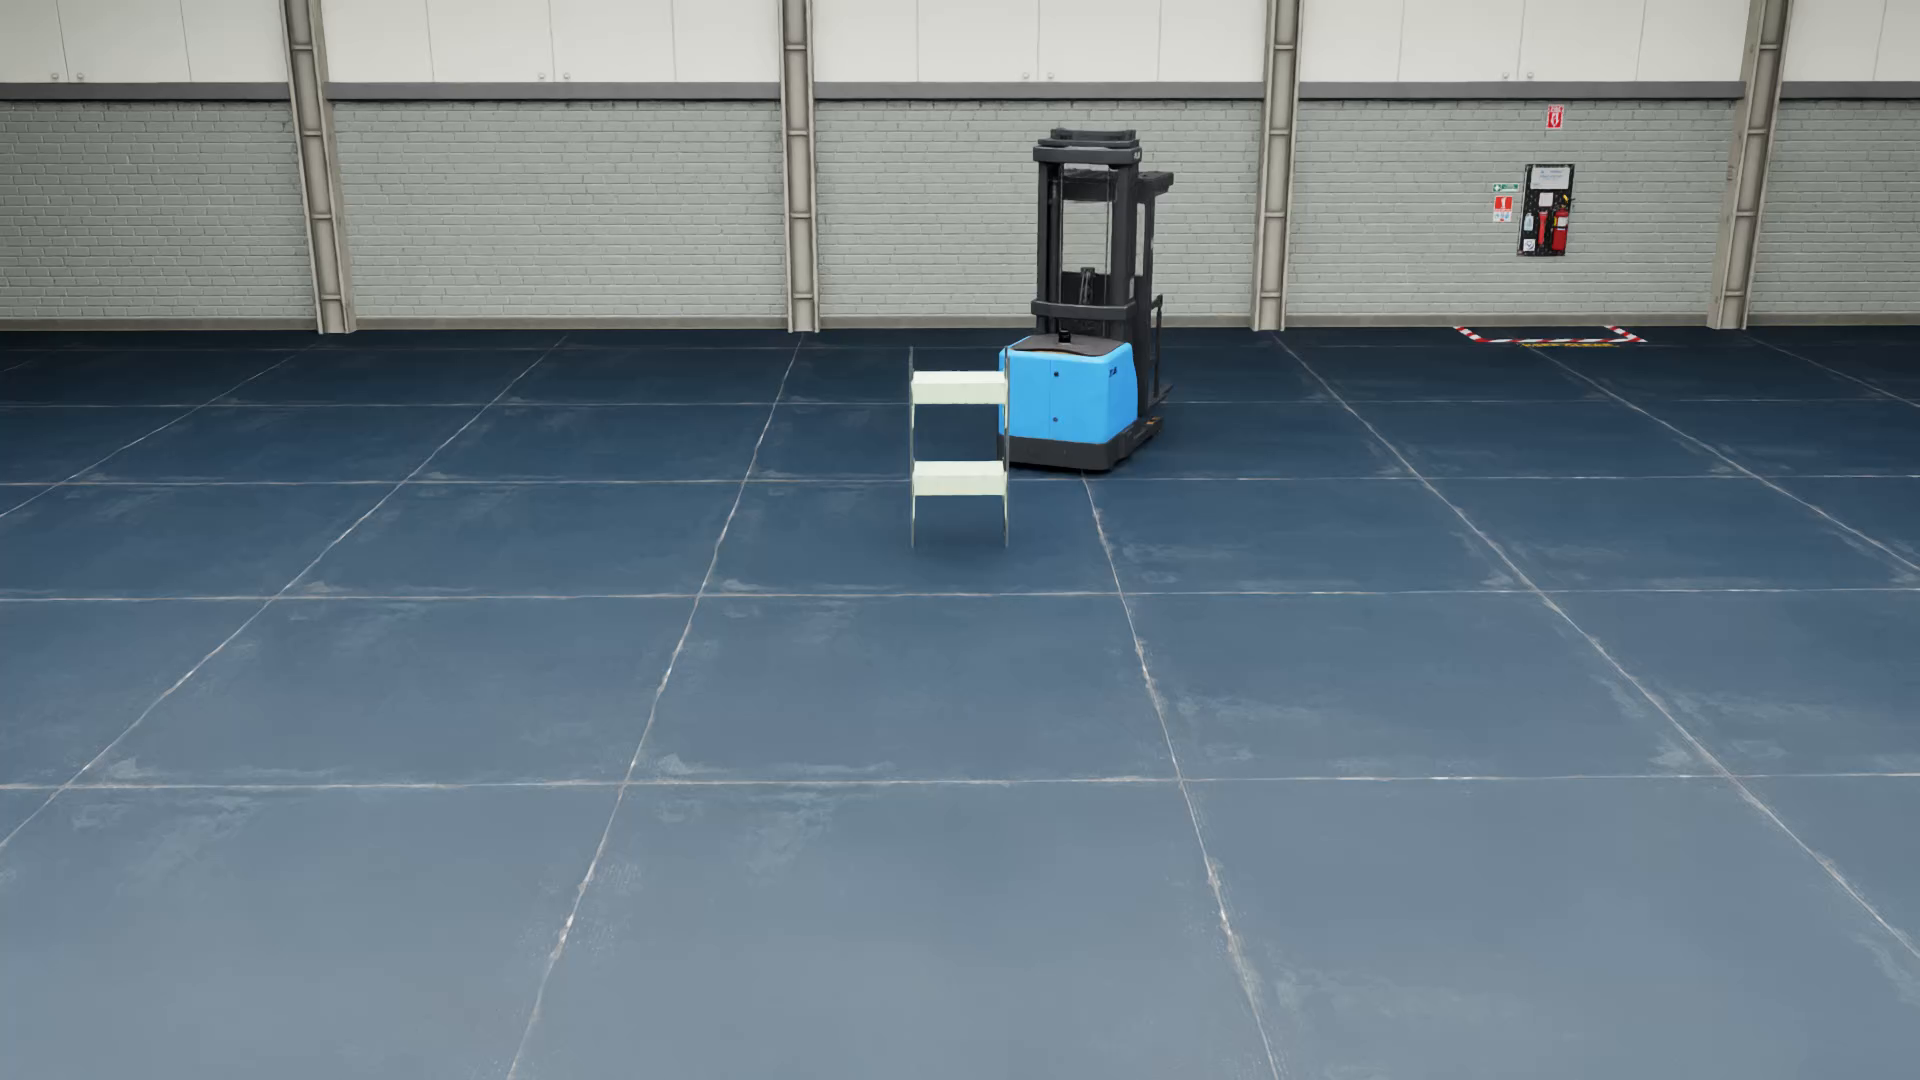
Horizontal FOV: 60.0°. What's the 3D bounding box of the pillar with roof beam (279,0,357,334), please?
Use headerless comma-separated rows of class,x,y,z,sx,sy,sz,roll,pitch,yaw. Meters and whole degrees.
pillar with roof beam,-7.944,-5.655,15.945,0.400,9.000,9.100,0,18,-1

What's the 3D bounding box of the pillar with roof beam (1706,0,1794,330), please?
pillar with roof beam,10.054,-5.742,16.215,0.400,9.000,9.100,0,18,-1

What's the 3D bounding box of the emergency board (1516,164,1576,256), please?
emergency board,7.514,-4.200,21.229,0.643,1.169,0.194,0,18,-1

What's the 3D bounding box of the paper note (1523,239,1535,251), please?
paper note,7.336,-3.801,21.427,0.142,0.148,0.016,0,18,-1

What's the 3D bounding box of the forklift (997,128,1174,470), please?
forklift,1.355,-2.424,15.807,1.130,2.935,3.031,7,19,21

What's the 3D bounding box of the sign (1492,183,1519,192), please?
sign,6.965,-4.495,21.225,0.331,0.109,0.001,0,18,-1

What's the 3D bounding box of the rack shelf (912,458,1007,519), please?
rack shelf,-0.007,-0.404,12.918,0.720,0.370,0.431,0,18,-1

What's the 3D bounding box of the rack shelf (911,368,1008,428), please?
rack shelf,-0.007,-1.086,12.699,0.720,0.370,0.431,0,18,-1

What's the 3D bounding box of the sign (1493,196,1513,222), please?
sign,6.960,-4.246,21.314,0.234,0.329,0.001,0,18,-1

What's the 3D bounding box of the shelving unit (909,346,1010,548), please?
shelving unit,-0.007,-0.714,12.818,0.755,1.500,0.431,0,18,-1

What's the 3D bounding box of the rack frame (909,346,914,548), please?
rack frame,-0.373,-0.712,12.813,0.023,1.500,0.400,0,18,-1

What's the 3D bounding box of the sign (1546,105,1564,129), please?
sign,7.505,-5.334,20.970,0.199,0.298,0.001,0,18,-1

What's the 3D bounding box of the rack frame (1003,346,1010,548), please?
rack frame,0.359,-0.716,12.824,0.023,1.500,0.400,0,18,-1

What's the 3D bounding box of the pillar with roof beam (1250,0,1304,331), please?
pillar with roof beam,4.055,-5.713,16.125,0.400,9.000,9.100,0,18,-1

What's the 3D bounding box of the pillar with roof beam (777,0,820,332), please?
pillar with roof beam,-1.945,-5.684,16.035,0.400,9.000,9.100,0,18,-1
